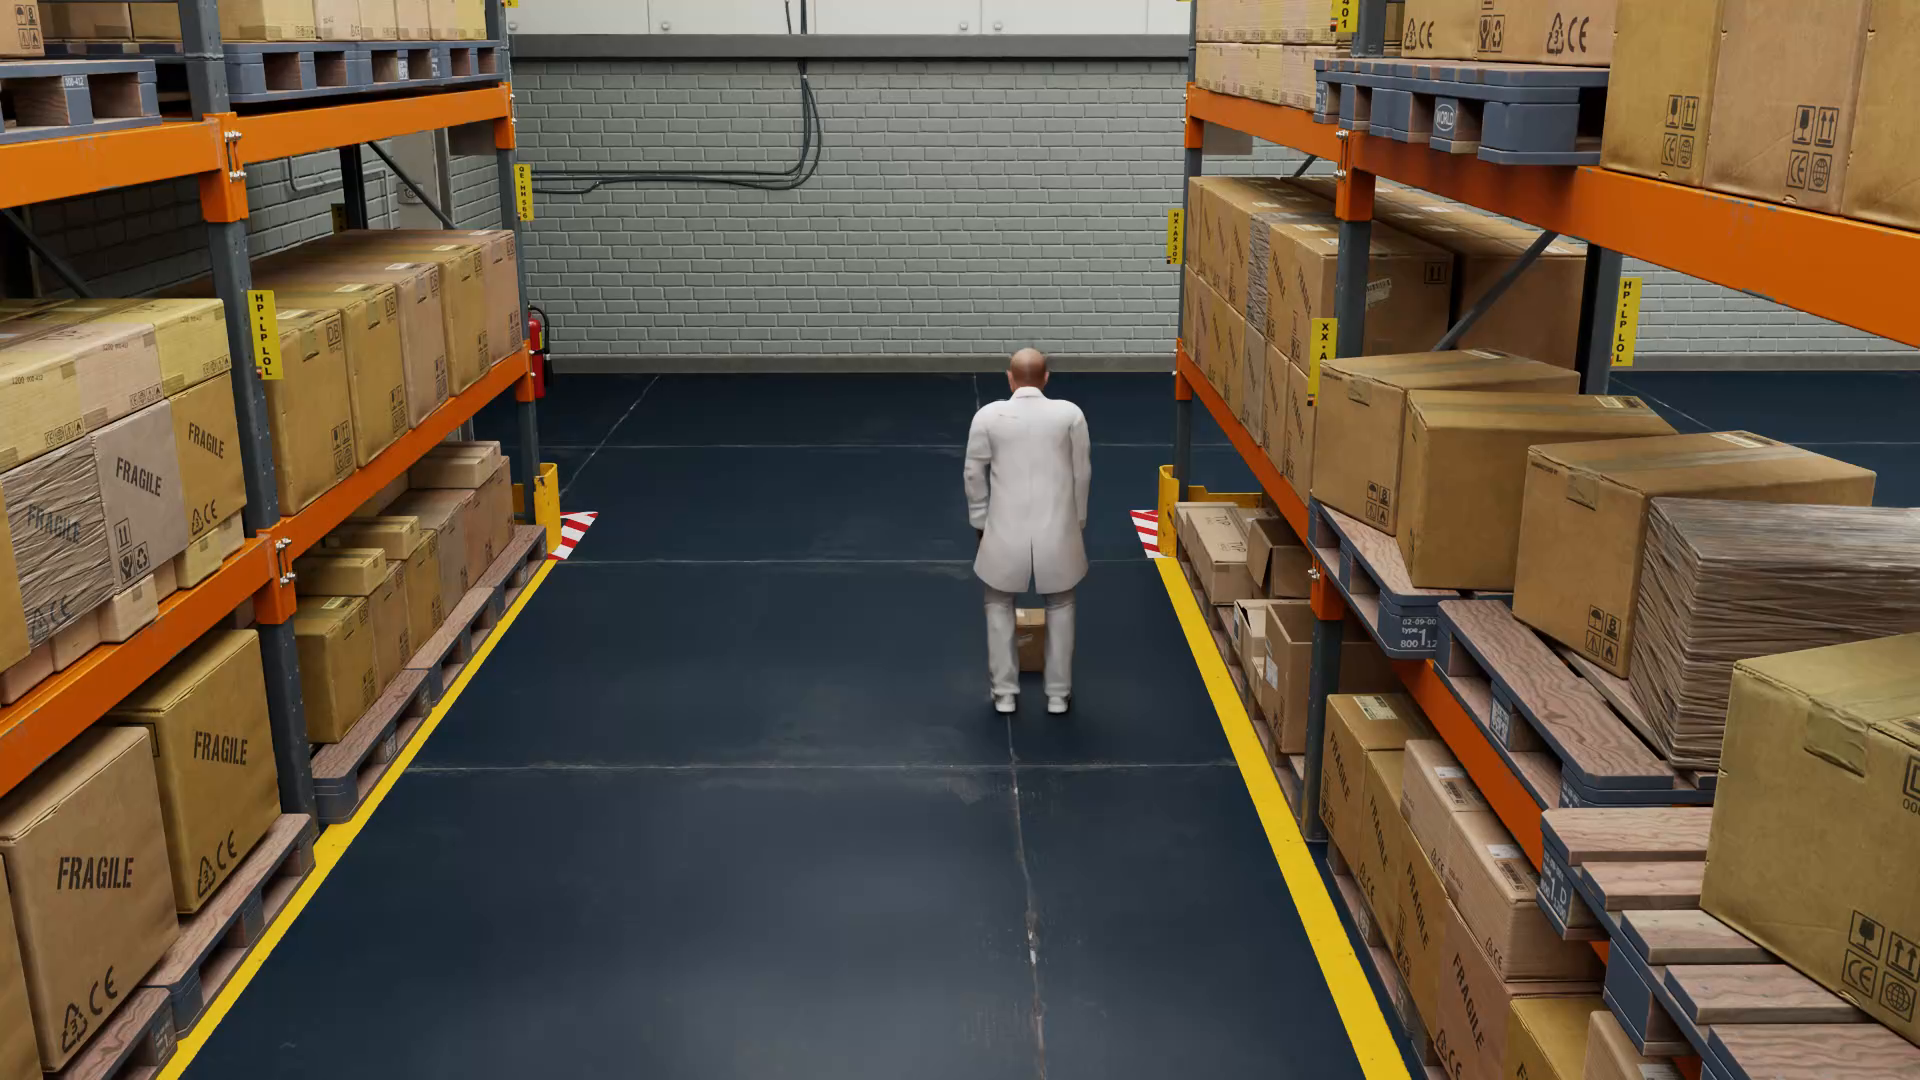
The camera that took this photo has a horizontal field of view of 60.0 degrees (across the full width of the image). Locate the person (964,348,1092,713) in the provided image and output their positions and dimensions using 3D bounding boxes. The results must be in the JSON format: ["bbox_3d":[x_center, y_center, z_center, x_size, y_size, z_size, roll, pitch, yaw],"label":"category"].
[{"bbox_3d":[0.314,-0.036,7.816,0.595,1.715,0.448,1,17,4],"label":"person"}]
